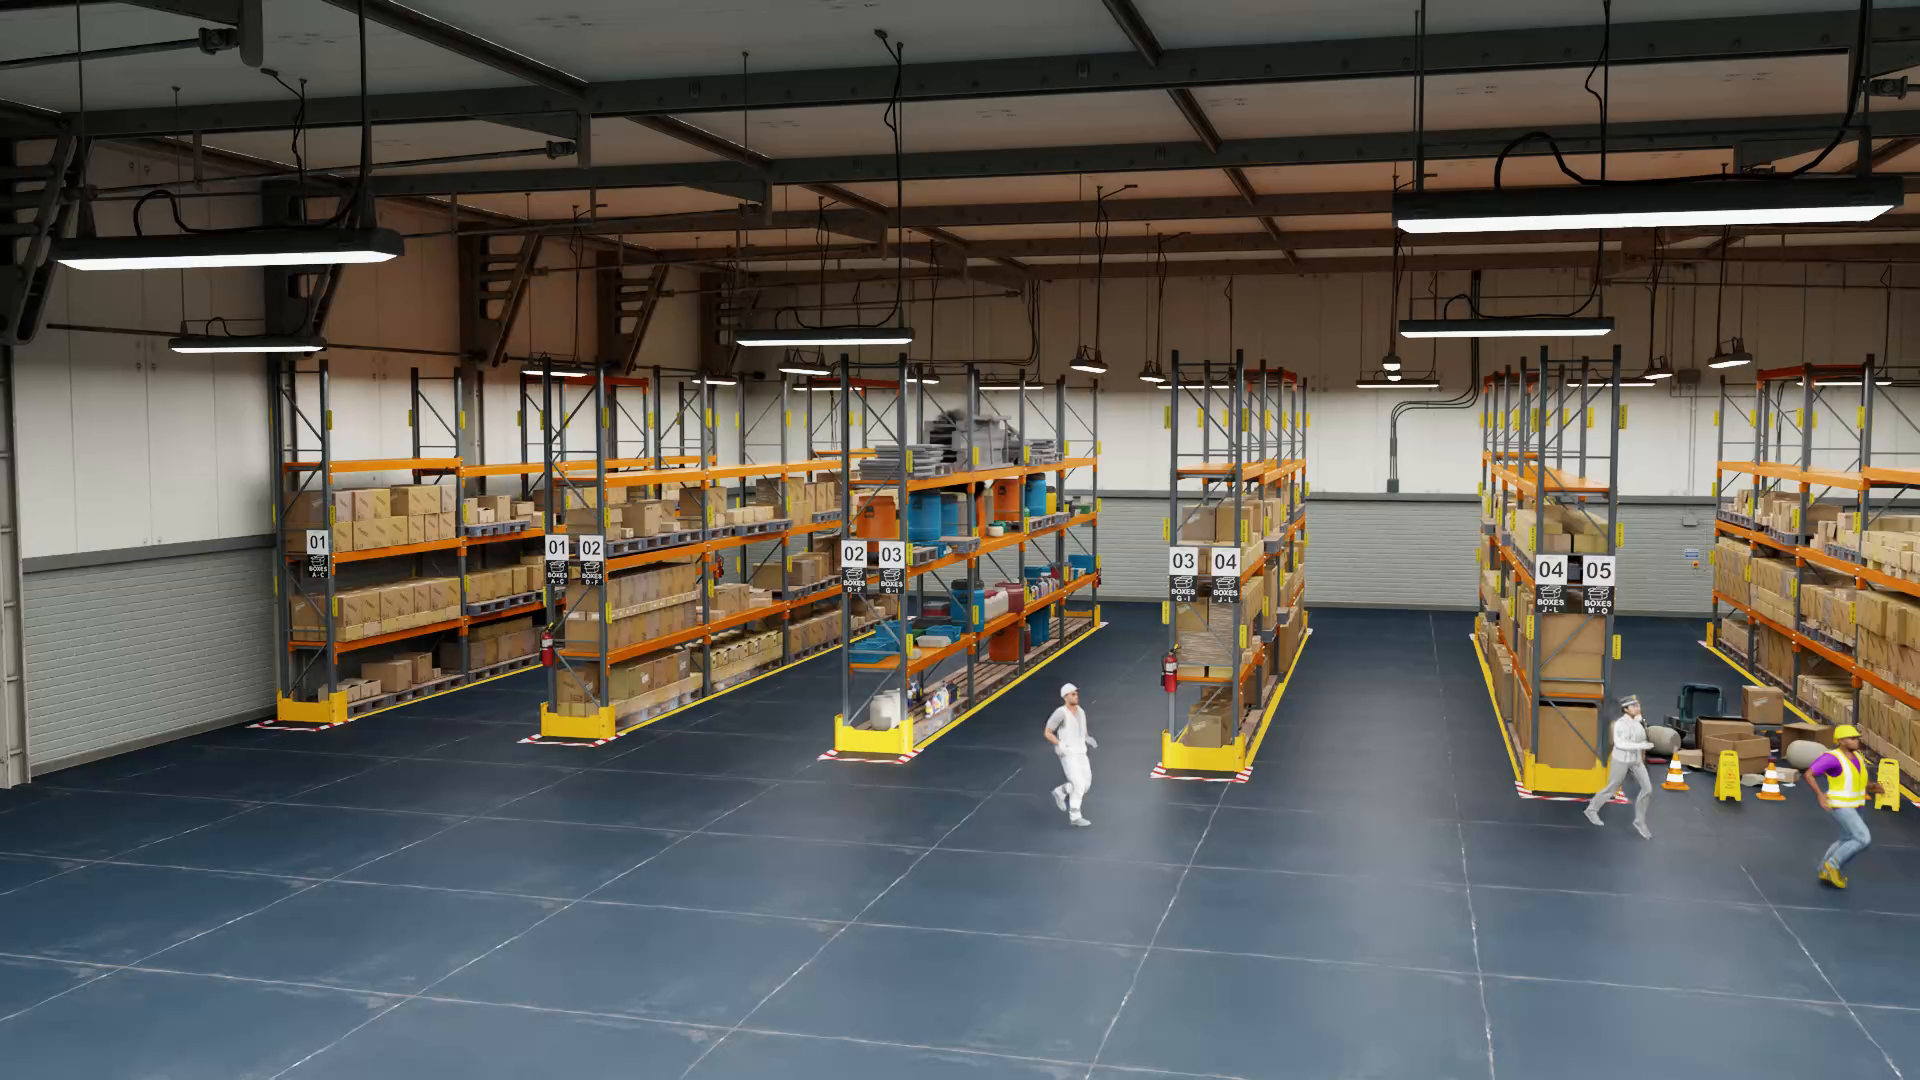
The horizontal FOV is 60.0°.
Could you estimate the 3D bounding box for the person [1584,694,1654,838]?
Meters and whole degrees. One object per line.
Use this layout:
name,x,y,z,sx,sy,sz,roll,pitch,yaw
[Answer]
person,8.062,2.710,20.177,0.624,1.739,0.875,-2,5,-31

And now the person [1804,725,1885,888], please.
person,9.489,2.845,17.741,0.685,1.740,0.665,-3,5,-33

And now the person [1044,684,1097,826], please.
person,1.354,2.649,20.629,0.659,1.742,0.708,-4,6,-43
